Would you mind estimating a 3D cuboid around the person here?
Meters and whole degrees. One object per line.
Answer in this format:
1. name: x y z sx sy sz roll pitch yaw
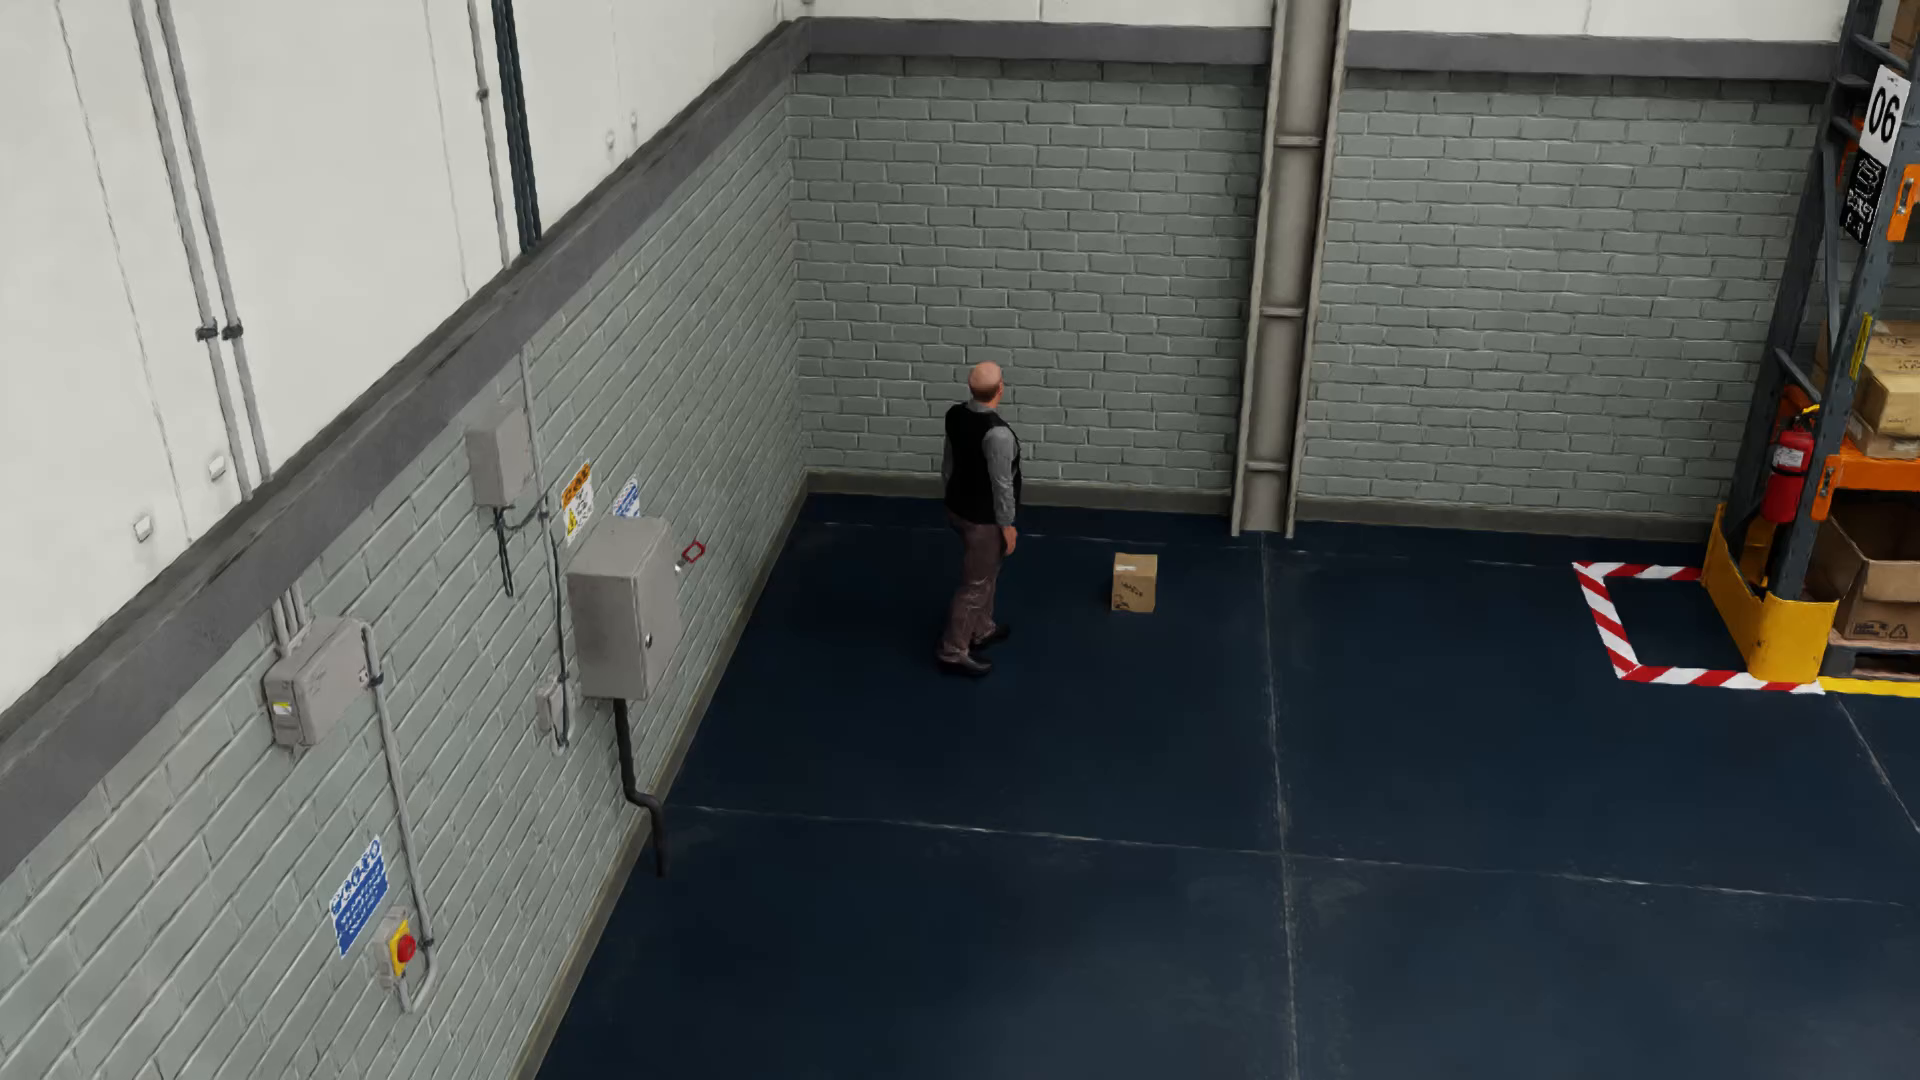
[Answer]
1. person: 0.092 -0.124 8.885 0.568 1.714 0.554 -15 31 -25
